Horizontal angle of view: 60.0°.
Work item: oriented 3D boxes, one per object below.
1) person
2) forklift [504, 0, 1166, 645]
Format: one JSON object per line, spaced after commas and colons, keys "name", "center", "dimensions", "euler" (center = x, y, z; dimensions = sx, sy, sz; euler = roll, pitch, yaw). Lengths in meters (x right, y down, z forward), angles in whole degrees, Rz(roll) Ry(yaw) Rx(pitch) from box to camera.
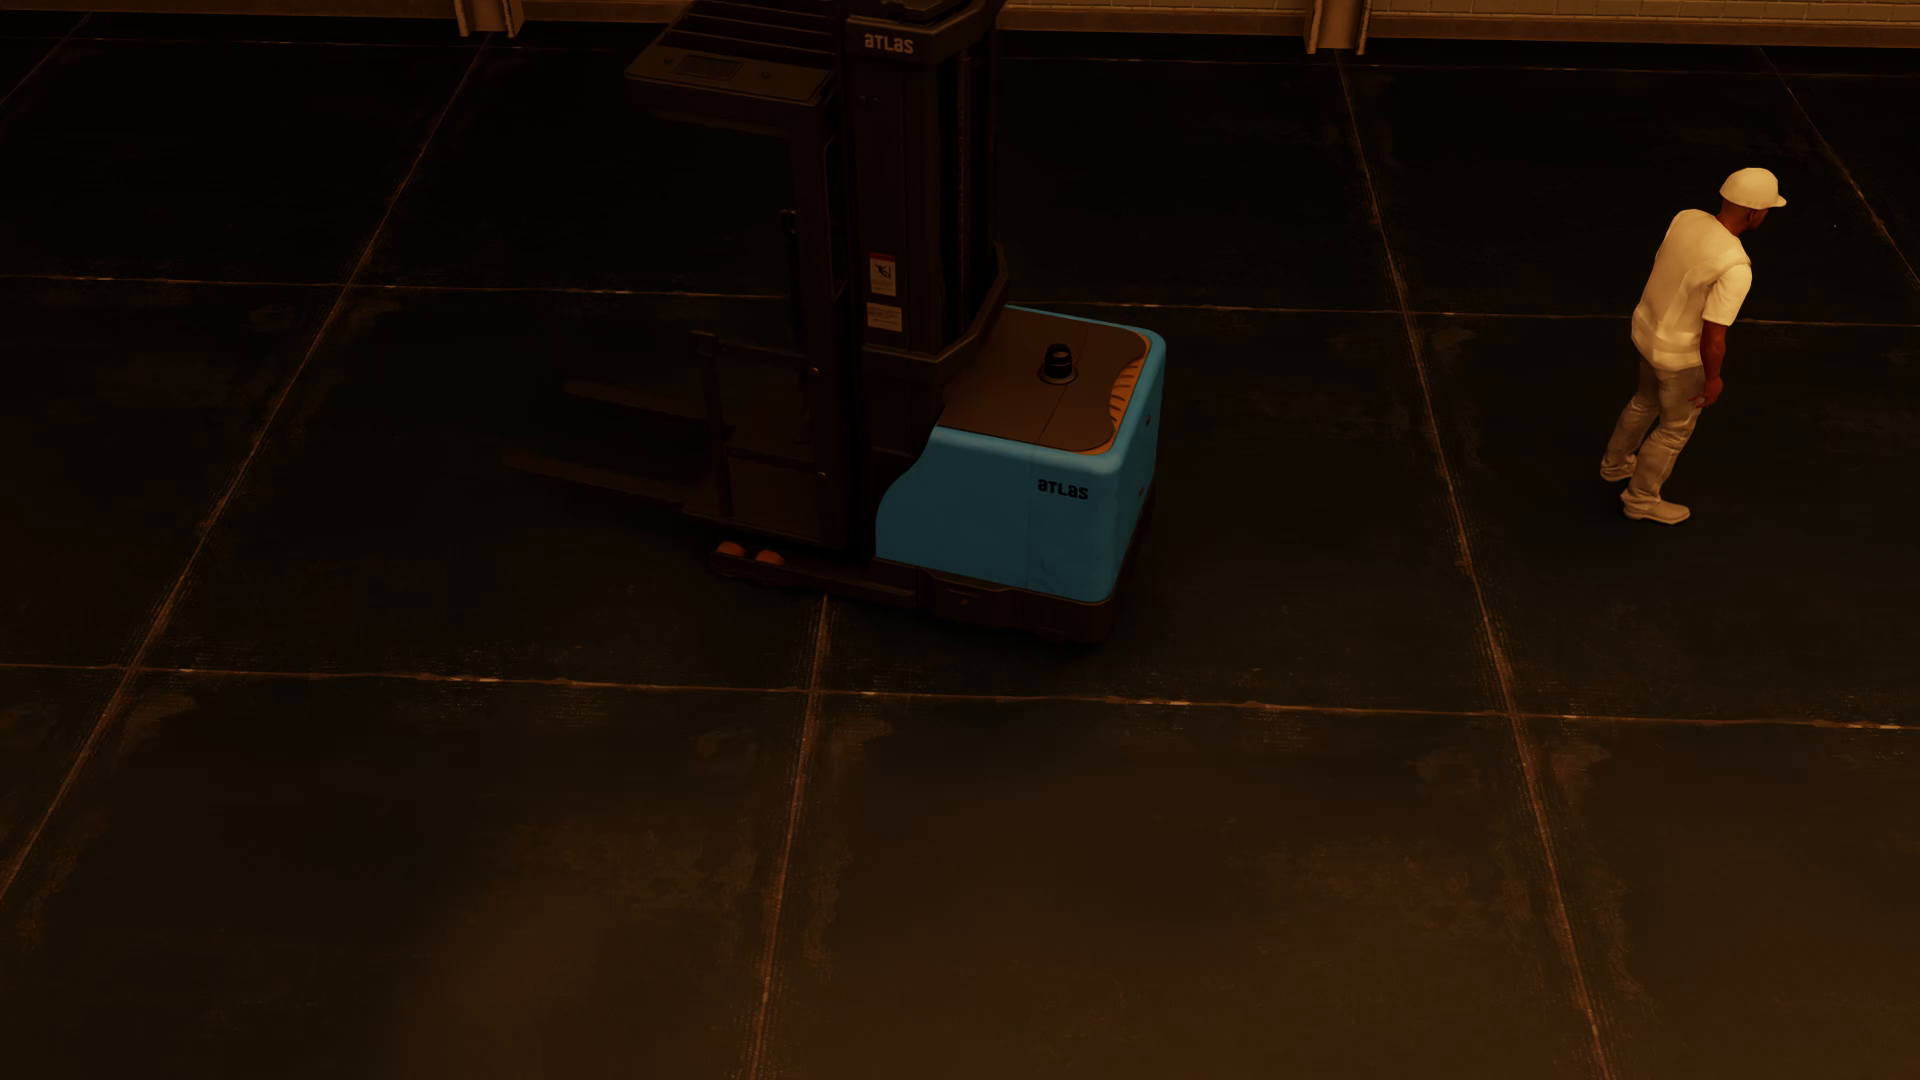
{"name": "person", "center": [3.310, -0.896, 7.596], "dimensions": [0.463, 1.759, 0.626], "euler": [-5, 43, -5]}
{"name": "forklift", "center": [-0.652, -1.198, 7.054], "dimensions": [3.031, 2.935, 1.130], "euler": [12, 44, 13]}
